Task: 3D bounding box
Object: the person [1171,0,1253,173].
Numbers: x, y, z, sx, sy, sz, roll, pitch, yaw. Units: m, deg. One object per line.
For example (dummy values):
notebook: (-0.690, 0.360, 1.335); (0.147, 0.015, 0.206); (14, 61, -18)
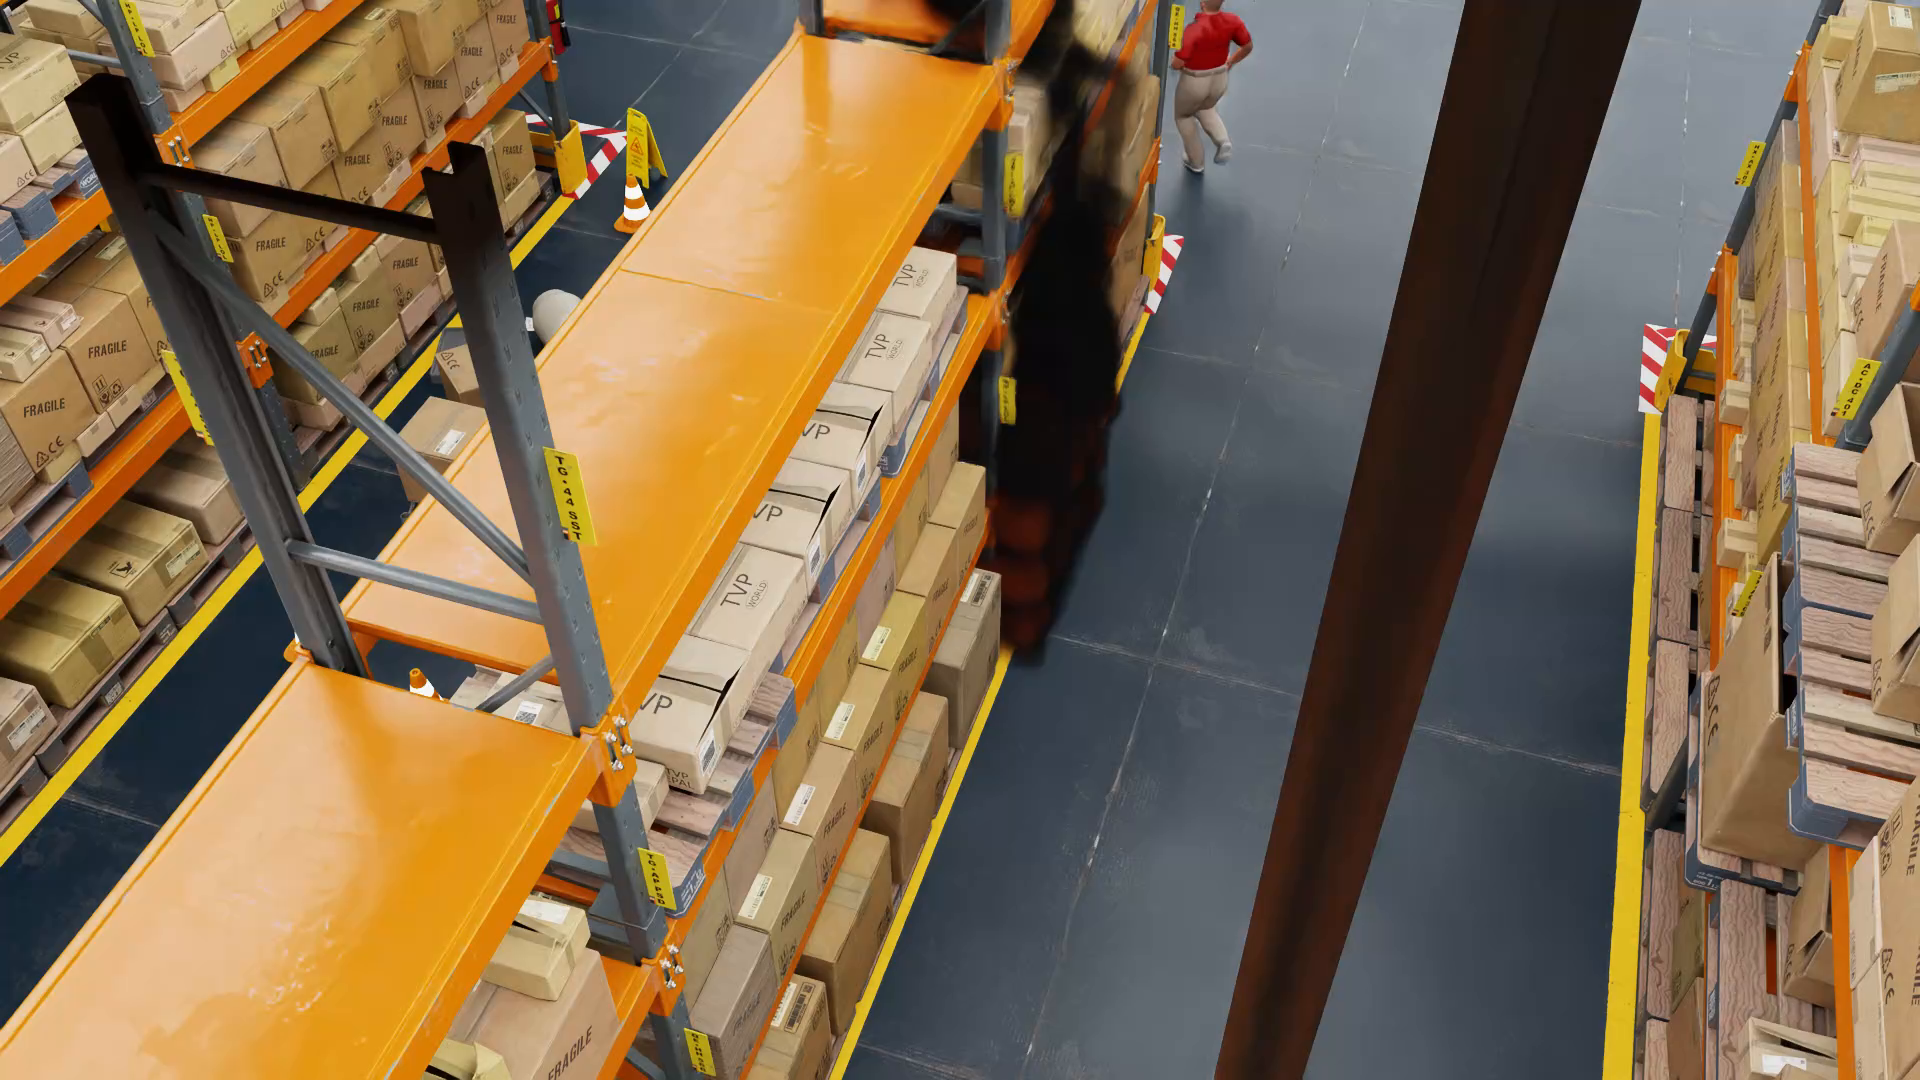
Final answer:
person: (1.998, -3.768, 13.659); (0.682, 1.683, 0.594); (-17, 48, -16)
